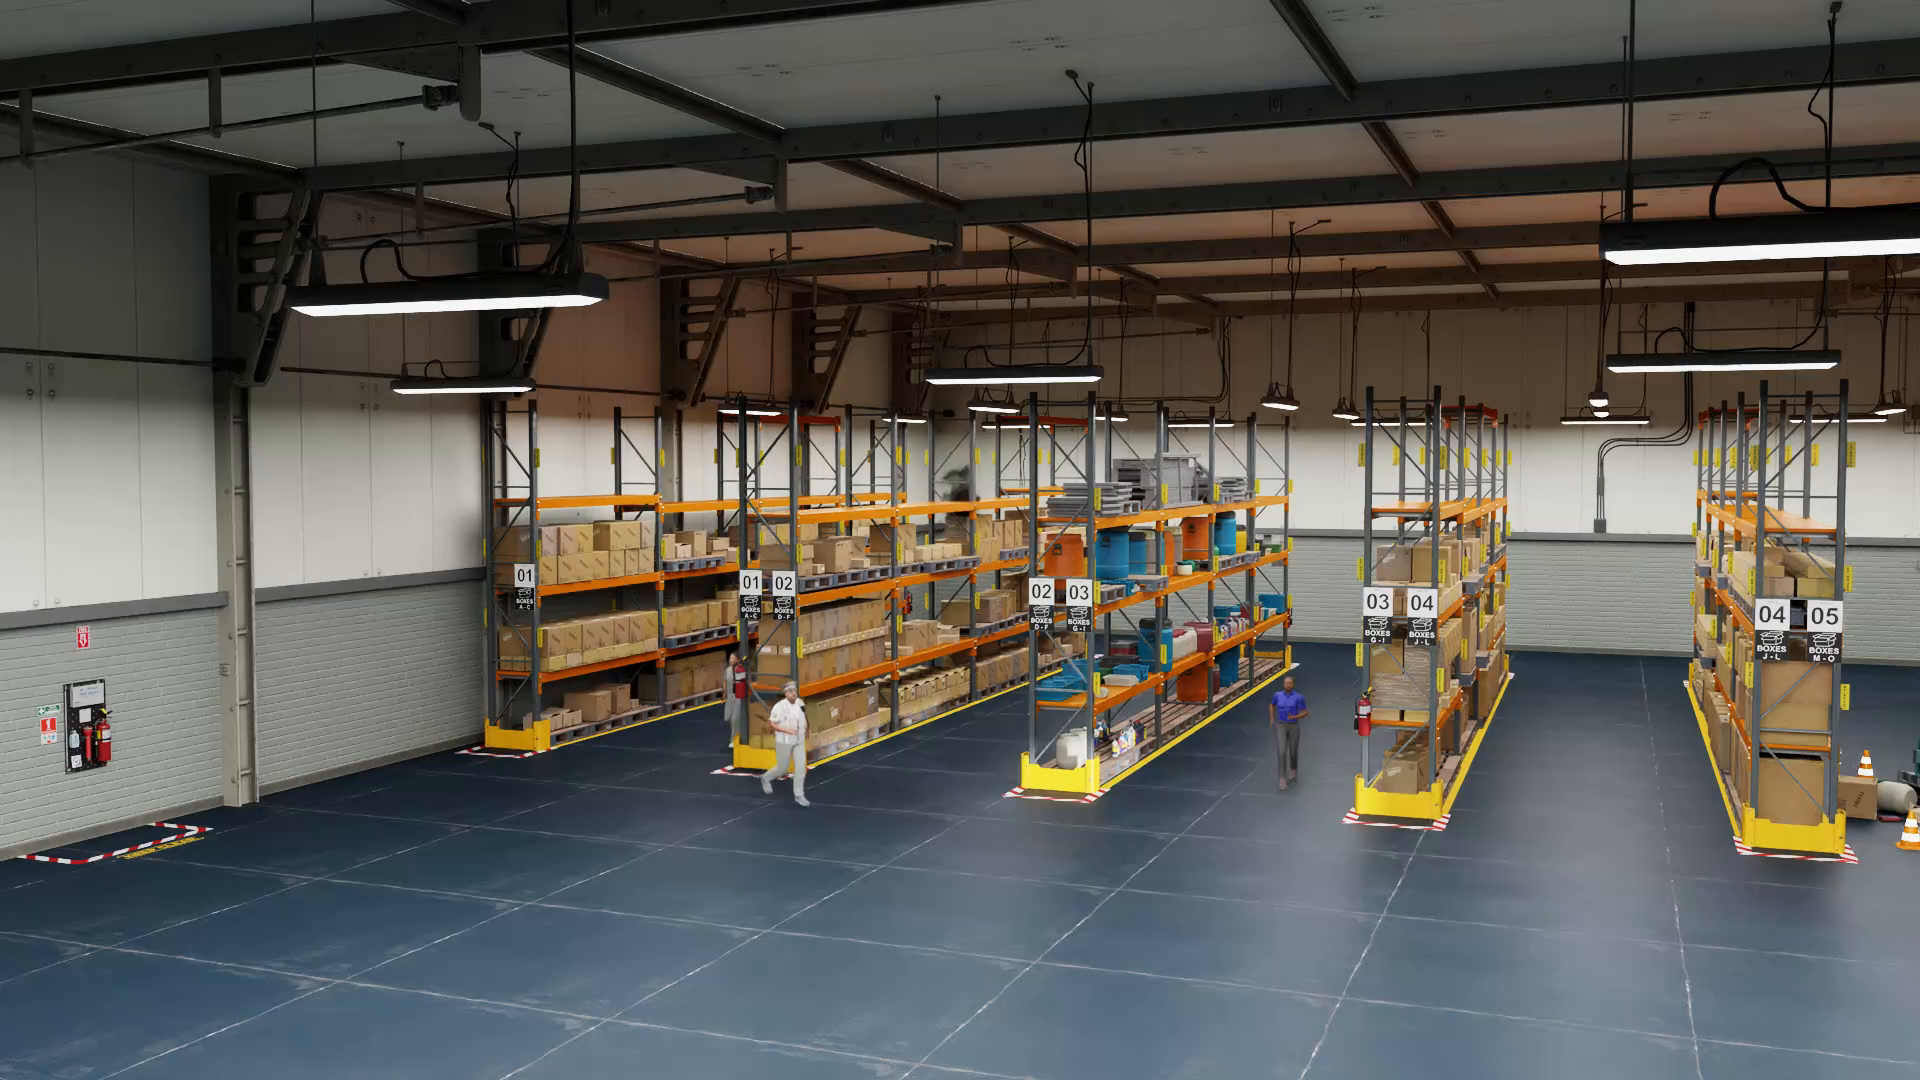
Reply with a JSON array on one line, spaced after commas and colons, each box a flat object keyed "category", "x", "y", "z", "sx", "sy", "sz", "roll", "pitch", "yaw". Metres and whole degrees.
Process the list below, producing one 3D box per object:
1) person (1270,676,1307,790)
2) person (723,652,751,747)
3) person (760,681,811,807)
[{"category": "person", "x": 5.011, "y": 2.911, "z": 25.405, "sx": 0.576, "sy": 1.659, "sz": 0.864, "roll": 1, "pitch": 3, "yaw": 14}, {"category": "person", "x": -3.883, "y": 2.767, "z": 28.940, "sx": 0.560, "sy": 1.639, "sz": 0.605, "roll": 1, "pitch": 3, "yaw": 19}, {"category": "person", "x": -2.492, "y": 2.930, "z": 24.196, "sx": 0.672, "sy": 1.796, "sz": 0.939, "roll": -2, "pitch": 4, "yaw": -39}]
